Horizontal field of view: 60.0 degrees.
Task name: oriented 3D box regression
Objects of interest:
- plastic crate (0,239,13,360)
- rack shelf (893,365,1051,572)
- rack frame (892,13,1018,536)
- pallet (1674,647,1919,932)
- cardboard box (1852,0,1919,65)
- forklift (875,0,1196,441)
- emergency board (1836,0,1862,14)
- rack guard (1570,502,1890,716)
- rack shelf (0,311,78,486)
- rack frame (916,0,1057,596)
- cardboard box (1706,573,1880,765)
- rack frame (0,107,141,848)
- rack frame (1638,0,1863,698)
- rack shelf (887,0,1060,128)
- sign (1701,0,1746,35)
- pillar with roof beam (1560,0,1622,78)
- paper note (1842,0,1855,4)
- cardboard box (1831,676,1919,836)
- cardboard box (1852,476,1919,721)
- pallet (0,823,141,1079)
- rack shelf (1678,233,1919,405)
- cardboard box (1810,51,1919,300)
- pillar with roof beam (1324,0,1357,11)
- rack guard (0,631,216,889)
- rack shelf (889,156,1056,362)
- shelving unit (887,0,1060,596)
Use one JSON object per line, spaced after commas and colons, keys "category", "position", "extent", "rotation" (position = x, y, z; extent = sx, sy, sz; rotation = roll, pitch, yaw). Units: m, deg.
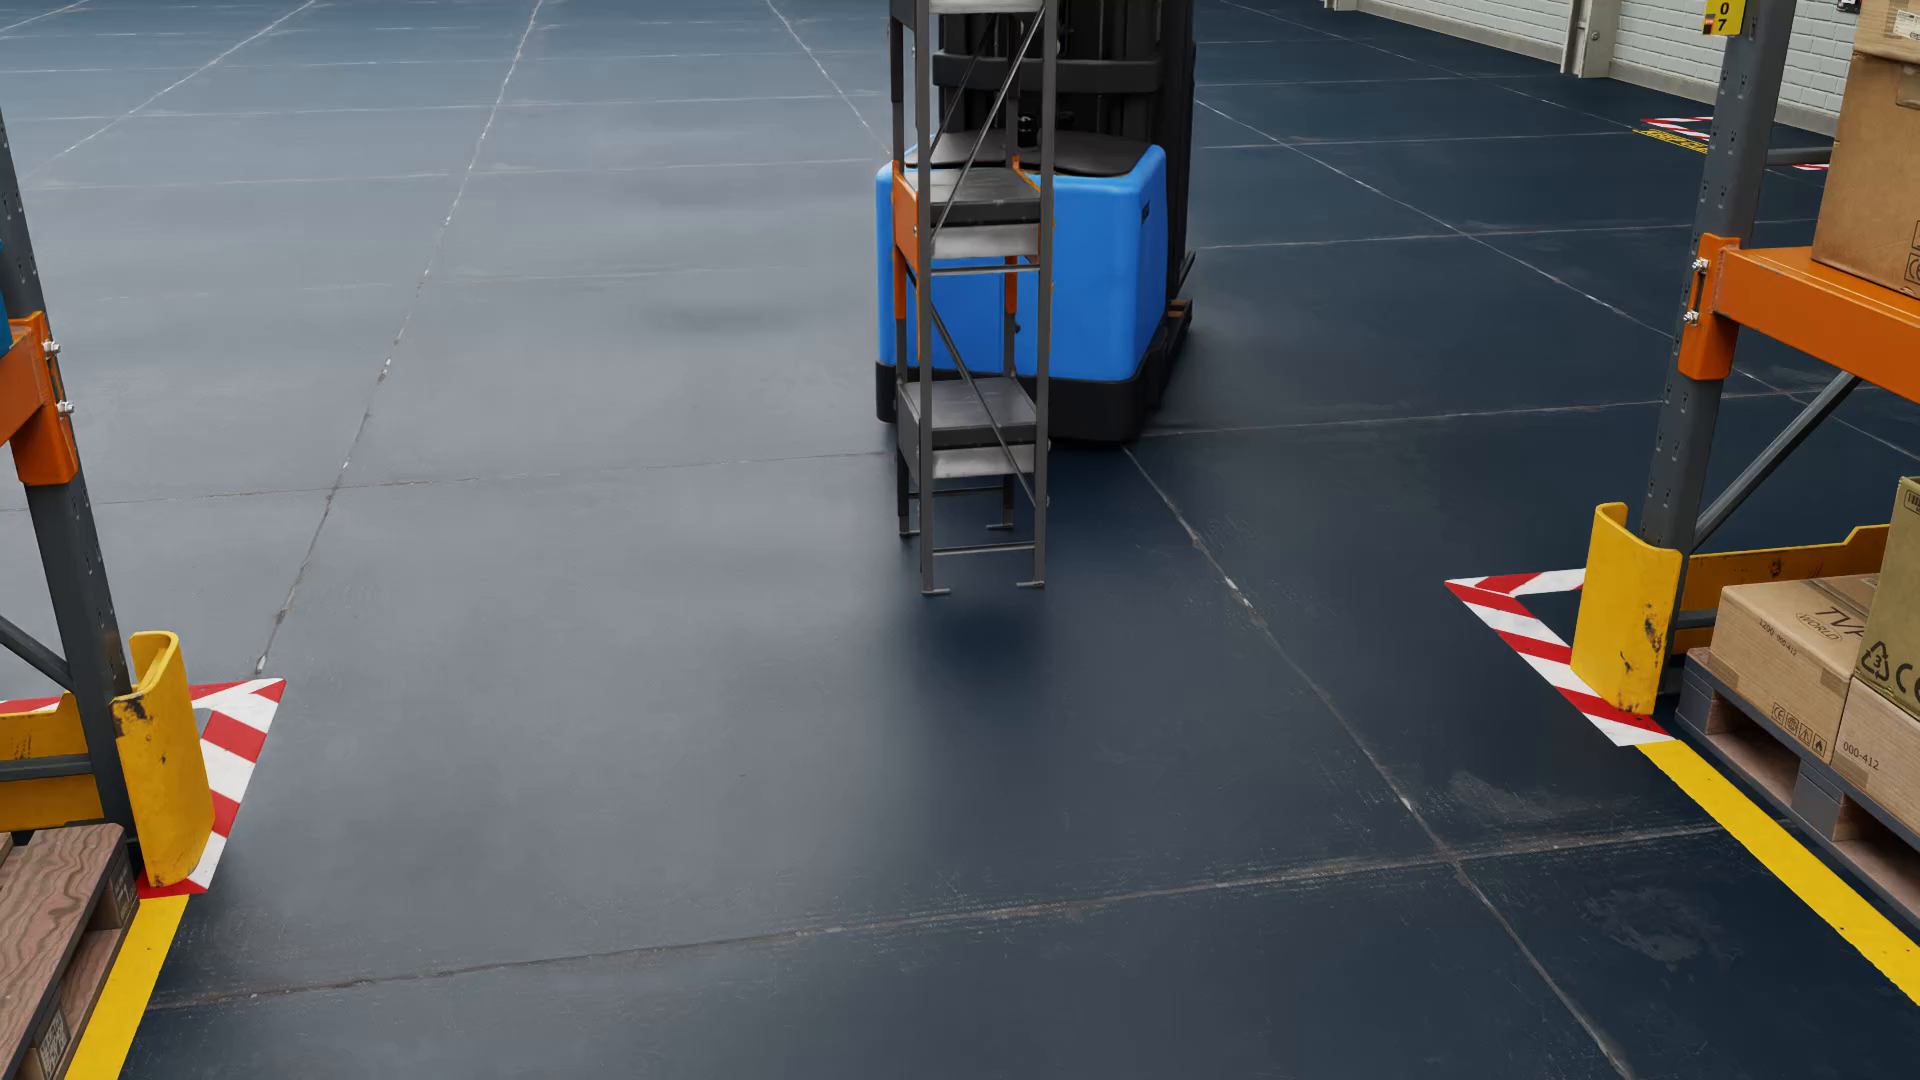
{"category": "plastic crate", "position": [-2.088, -0.375, 3.046], "extent": [0.499, 0.251, 0.616], "rotation": [-4, 24, -10]}
{"category": "rack shelf", "position": [0.031, -0.243, 5.466], "extent": [0.431, 0.518, 0.480], "rotation": [-4, 24, -10]}
{"category": "rack frame", "position": [-0.015, -0.993, 5.400], "extent": [0.400, 2.100, 0.015], "rotation": [-4, 24, -10]}
{"category": "pallet", "position": [2.576, 0.593, 4.129], "extent": [1.003, 0.211, 1.213], "rotation": [-4, 24, -10]}
{"category": "cardboard box", "position": [2.255, -1.156, 3.713], "extent": [0.380, 0.149, 0.250], "rotation": [-4, 24, -10]}
{"category": "forklift", "position": [0.505, -2.288, 7.327], "extent": [1.130, 2.935, 3.031], "rotation": [5, 24, 12]}
{"category": "emergency board", "position": [6.712, -4.474, 12.247], "extent": [0.194, 1.169, 0.643], "rotation": [-4, 24, -10]}
{"category": "rack guard", "position": [2.389, 0.153, 4.775], "extent": [1.175, 0.500, 0.348], "rotation": [-4, 24, -10]}
{"category": "rack shelf", "position": [-2.105, 0.499, 1.759], "extent": [1.077, 0.370, 4.000], "rotation": [-4, 24, -10]}
{"category": "rack frame", "position": [0.076, -0.801, 4.961], "extent": [0.400, 2.100, 0.015], "rotation": [-4, 24, -10]}
{"category": "cardboard box", "position": [2.274, 0.312, 4.198], "extent": [0.500, 0.250, 0.500], "rotation": [-4, 24, -10]}
{"category": "rack frame", "position": [-2.475, -0.618, 3.417], "extent": [1.000, 3.000, 0.127], "rotation": [-4, 24, -10]}
{"category": "rack frame", "position": [2.394, -0.983, 4.253], "extent": [1.000, 3.000, 0.127], "rotation": [-4, 24, -10]}
{"category": "rack shelf", "position": [0.031, -1.526, 4.906], "extent": [0.431, 0.518, 0.480], "rotation": [-4, 24, -10]}
{"category": "sign", "position": [1.847, -1.377, 3.975], "extent": [0.100, 0.325, 0.005], "rotation": [-4, 24, -10]}
{"category": "pillar with roof beam", "position": [1.791, -8.290, 13.489], "extent": [9.100, 9.000, 0.400], "rotation": [-4, 24, -10]}
{"category": "paper note", "position": [6.747, -4.146, 12.595], "extent": [0.016, 0.148, 0.142], "rotation": [-4, 24, -10]}
{"category": "cardboard box", "position": [2.370, 0.509, 3.749], "extent": [0.500, 0.250, 0.500], "rotation": [-4, 24, -10]}
{"category": "cardboard box", "position": [2.369, 0.165, 3.598], "extent": [0.500, 0.500, 0.500], "rotation": [-4, 24, -10]}
{"category": "pallet", "position": [-2.270, 1.007, 3.182], "extent": [1.003, 0.211, 1.213], "rotation": [-4, 24, -10]}
{"category": "rack shelf", "position": [2.764, 0.134, 2.595], "extent": [1.077, 0.370, 4.000], "rotation": [-4, 24, -10]}
{"category": "cardboard box", "position": [2.468, -0.844, 3.810], "extent": [0.700, 0.500, 0.500], "rotation": [-4, 24, -10]}
{"category": "pillar with roof beam", "position": [0.682, -10.650, 18.892], "extent": [9.100, 9.000, 0.400], "rotation": [-4, 24, -10]}
{"category": "rack guard", "position": [-2.415, 0.554, 3.856], "extent": [1.175, 0.500, 0.348], "rotation": [-4, 24, -10]}
{"category": "rack shelf", "position": [0.031, -0.885, 5.186], "extent": [0.431, 0.518, 0.480], "rotation": [-4, 24, -10]}
{"category": "shelving unit", "position": [0.031, -0.897, 5.181], "extent": [0.431, 2.100, 0.503], "rotation": [-4, 24, -10]}
